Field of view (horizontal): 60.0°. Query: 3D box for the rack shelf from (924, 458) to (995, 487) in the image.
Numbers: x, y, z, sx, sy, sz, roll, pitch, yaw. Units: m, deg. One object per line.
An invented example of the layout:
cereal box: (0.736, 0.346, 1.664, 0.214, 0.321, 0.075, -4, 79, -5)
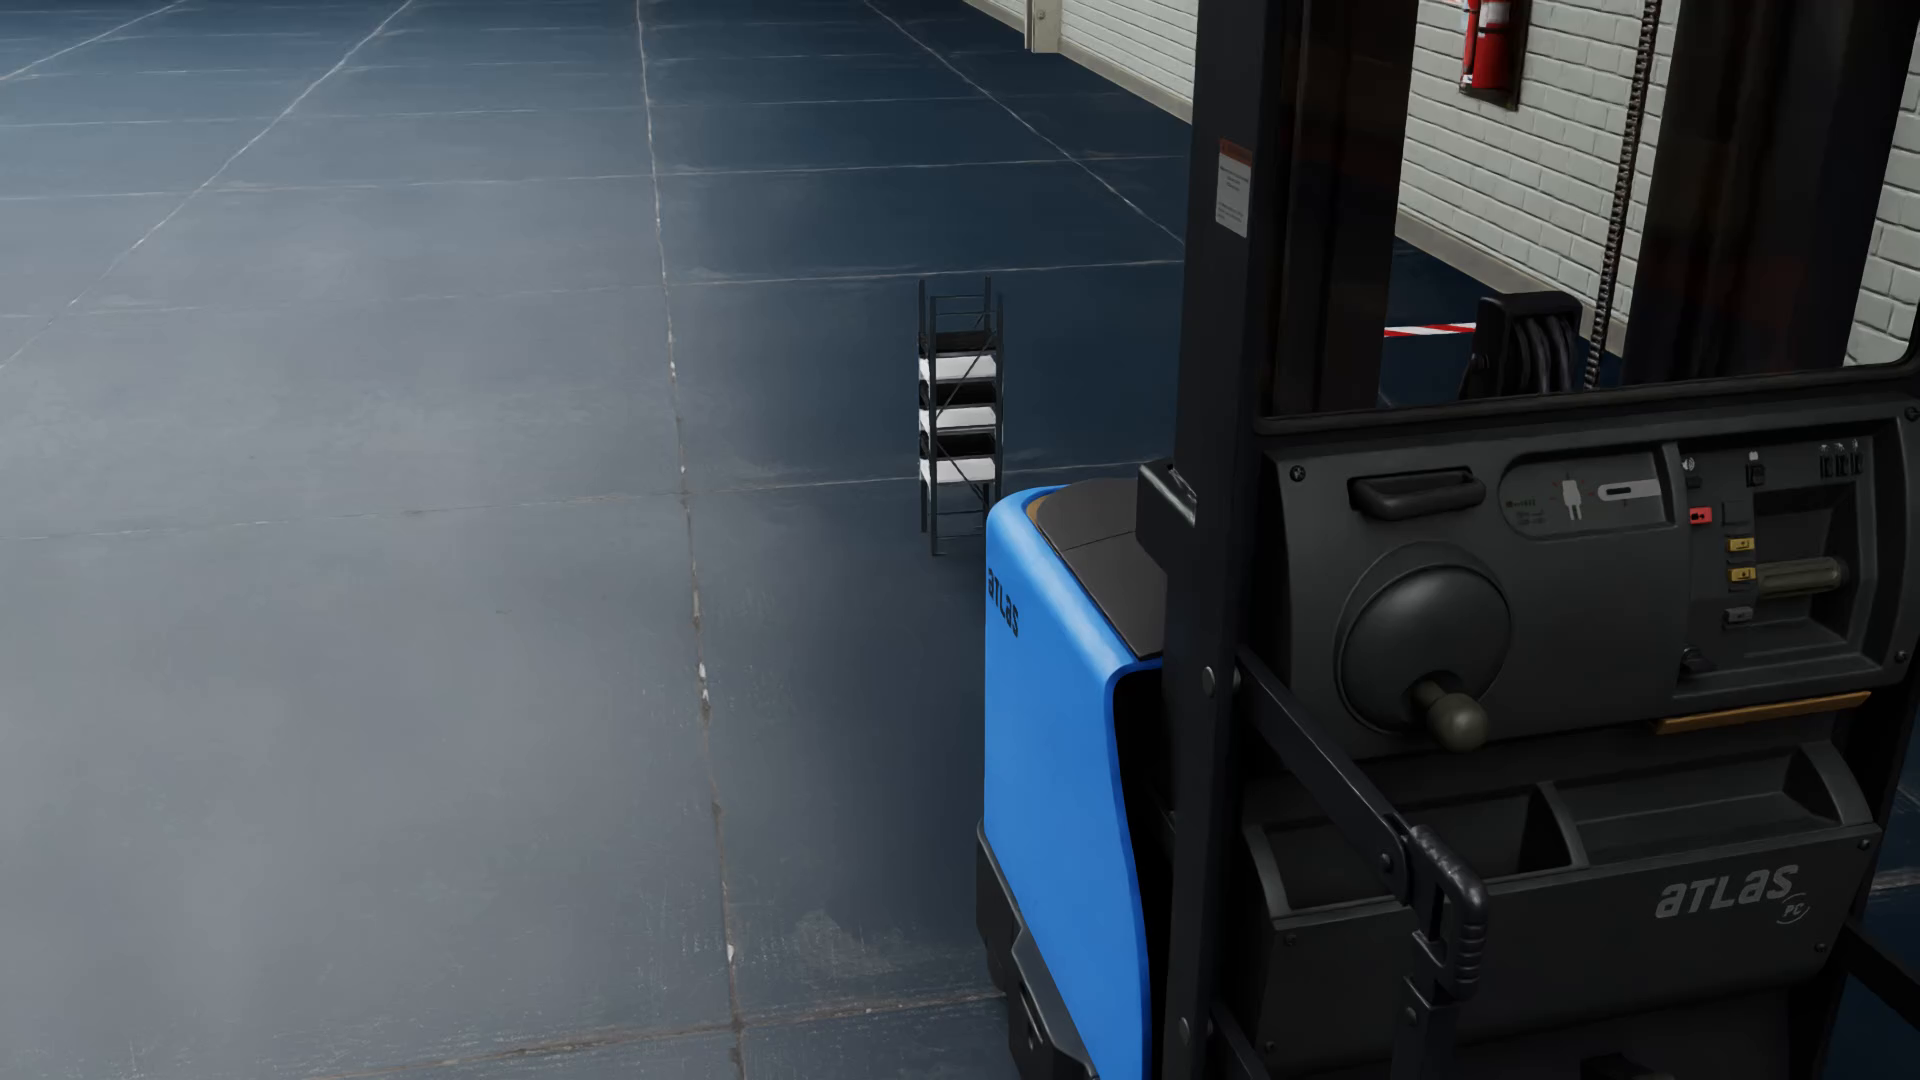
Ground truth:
rack shelf: (0.001, -0.232, 5.640, 0.221, 0.026, 0.190, -4, 24, -10)

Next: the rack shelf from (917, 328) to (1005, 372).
rack shelf: (0.001, -0.626, 5.468, 0.258, 0.077, 0.200, -4, 24, -10)

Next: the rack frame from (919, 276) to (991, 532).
rack frame: (-0.017, -0.449, 5.654, 0.240, 0.900, 0.006, -4, 24, -10)

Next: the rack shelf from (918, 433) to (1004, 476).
rack shelf: (0.001, -0.296, 5.612, 0.258, 0.077, 0.200, -4, 24, -10)

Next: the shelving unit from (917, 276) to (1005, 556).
shelving unit: (0.001, -0.409, 5.563, 0.258, 0.900, 0.210, -4, 24, -10)

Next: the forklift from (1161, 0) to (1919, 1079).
forklift: (0.885, 0.066, 1.937, 1.110, 2.935, 3.031, -6, 24, -13)

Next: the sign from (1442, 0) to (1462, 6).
sign: (2.678, -3.073, 8.993, 0.001, 0.329, 0.234, -4, 24, -10)

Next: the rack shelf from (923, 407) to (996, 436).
rack shelf: (0.001, -0.397, 5.568, 0.221, 0.026, 0.190, -4, 24, -10)

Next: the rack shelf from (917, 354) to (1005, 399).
rack shelf: (0.001, -0.544, 5.504, 0.258, 0.077, 0.200, -4, 24, -10)

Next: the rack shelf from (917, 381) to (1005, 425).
rack shelf: (0.001, -0.461, 5.540, 0.258, 0.077, 0.200, -4, 24, -10)

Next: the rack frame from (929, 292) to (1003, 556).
rack frame: (0.020, -0.369, 5.471, 0.240, 0.900, 0.006, -4, 24, -10)
